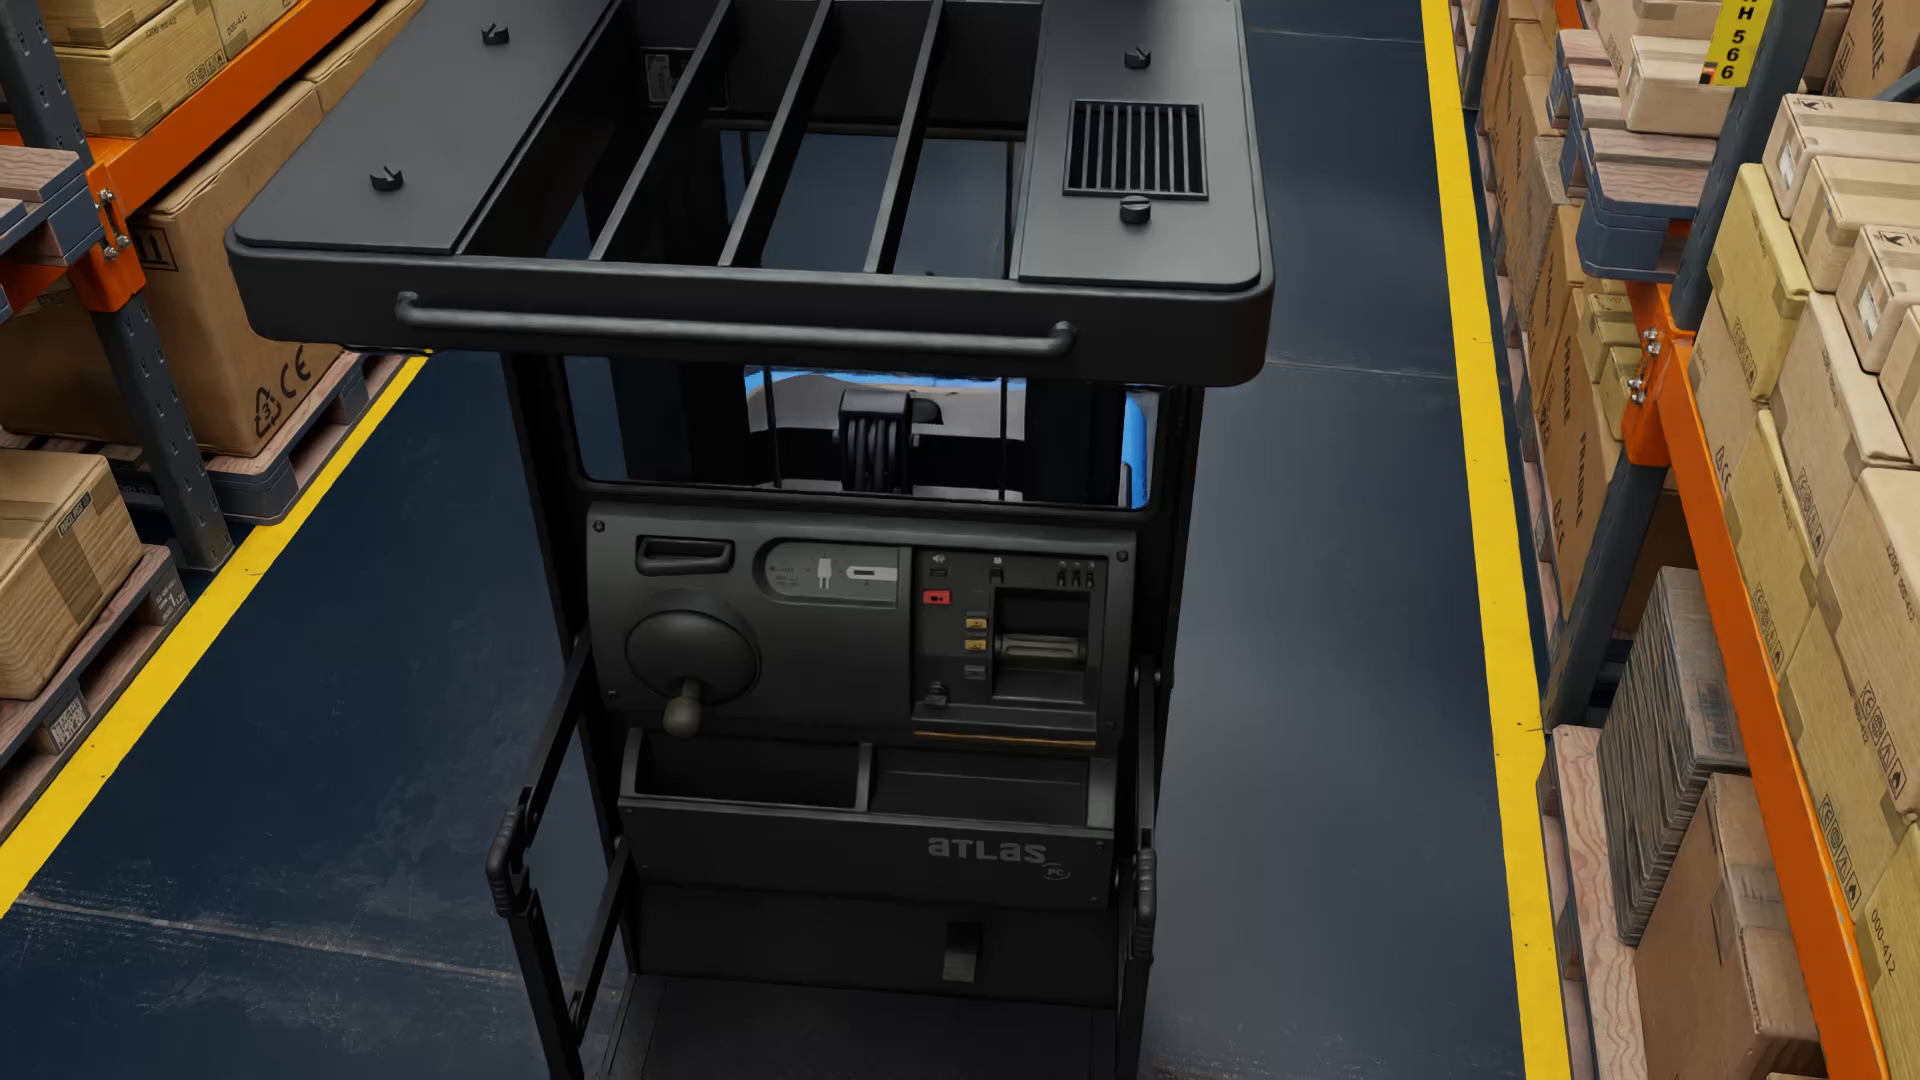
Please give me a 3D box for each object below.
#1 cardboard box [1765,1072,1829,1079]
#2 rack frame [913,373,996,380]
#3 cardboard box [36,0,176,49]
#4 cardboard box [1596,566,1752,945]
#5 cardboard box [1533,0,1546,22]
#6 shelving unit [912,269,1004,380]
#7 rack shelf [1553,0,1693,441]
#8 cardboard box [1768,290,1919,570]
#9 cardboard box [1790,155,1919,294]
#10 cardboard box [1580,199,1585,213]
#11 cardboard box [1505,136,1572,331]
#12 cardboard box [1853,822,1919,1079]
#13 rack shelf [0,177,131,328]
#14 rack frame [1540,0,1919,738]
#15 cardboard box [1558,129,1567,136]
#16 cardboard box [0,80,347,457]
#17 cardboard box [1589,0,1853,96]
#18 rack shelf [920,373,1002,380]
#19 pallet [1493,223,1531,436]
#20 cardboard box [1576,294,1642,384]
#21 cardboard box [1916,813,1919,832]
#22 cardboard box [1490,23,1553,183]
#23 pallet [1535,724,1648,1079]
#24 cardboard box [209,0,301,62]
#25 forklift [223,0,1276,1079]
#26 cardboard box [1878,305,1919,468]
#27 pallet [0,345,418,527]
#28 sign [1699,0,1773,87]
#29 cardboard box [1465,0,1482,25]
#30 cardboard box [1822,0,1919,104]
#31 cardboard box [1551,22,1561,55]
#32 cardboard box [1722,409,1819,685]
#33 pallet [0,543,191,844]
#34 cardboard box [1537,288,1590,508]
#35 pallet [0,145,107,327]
[{"bbox_3d":[1.774,1.380,2.761,0.875,0.625,0.625,5,40,6],"label":"cardboard box"},{"bbox_3d":[-0.016,-0.288,4.892,0.240,0.900,0.006,6,40,8],"label":"rack frame"},{"bbox_3d":[-2.441,-1.568,4.517,0.500,0.250,0.500,6,40,7],"label":"cardboard box"},{"bbox_3d":[1.996,0.546,3.769,0.875,0.625,0.625,8,40,9],"label":"cardboard box"},{"bbox_3d":[2.513,-2.178,6.653,0.380,0.149,0.250,5,40,6],"label":"cardboard box"},{"bbox_3d":[0.001,-0.352,4.969,0.258,0.900,0.210,6,40,8],"label":"shelving unit"},{"bbox_3d":[2.463,-1.575,5.365,1.077,0.370,4.000,6,40,8],"label":"rack shelf"},{"bbox_3d":[1.712,-0.166,2.822,0.500,0.250,0.500,8,40,9],"label":"cardboard box"},{"bbox_3d":[1.727,-0.550,2.974,0.380,0.149,0.250,7,40,9],"label":"cardboard box"},{"bbox_3d":[2.192,-1.036,5.272,0.380,0.149,0.250,6,40,7],"label":"cardboard box"},{"bbox_3d":[2.235,-1.054,5.803,0.500,0.500,0.500,5,40,6],"label":"cardboard box"},{"bbox_3d":[1.534,0.677,2.195,0.500,0.250,0.500,8,40,9],"label":"cardboard box"},{"bbox_3d":[-3.119,0.391,2.988,1.077,0.370,4.000,6,40,8],"label":"rack shelf"},{"bbox_3d":[2.117,-0.597,3.618,1.000,3.000,0.127,6,40,8],"label":"rack frame"},{"bbox_3d":[2.321,-1.534,5.874,0.380,0.149,0.250,8,40,9],"label":"cardboard box"},{"bbox_3d":[-2.571,-0.909,5.334,0.875,0.875,0.875,6,40,7],"label":"cardboard box"},{"bbox_3d":[1.981,-1.399,4.376,0.500,0.250,0.500,5,40,6],"label":"cardboard box"},{"bbox_3d":[0.001,-0.465,4.876,0.258,0.077,0.200,6,40,8],"label":"rack shelf"},{"bbox_3d":[2.497,-0.750,5.992,1.003,0.211,1.213,6,40,8],"label":"pallet"},{"bbox_3d":[1.970,-0.558,4.694,0.380,0.149,0.250,4,40,5],"label":"cardboard box"},{"bbox_3d":[1.540,0.484,2.036,0.500,0.250,0.500,7,40,8],"label":"cardboard box"},{"bbox_3d":[2.421,-1.692,6.574,0.500,0.500,0.500,6,40,7],"label":"cardboard box"},{"bbox_3d":[1.936,0.990,3.887,1.003,0.211,1.213,6,40,8],"label":"pallet"},{"bbox_3d":[-2.368,-1.688,5.055,0.500,0.250,0.500,5,40,6],"label":"cardboard box"},{"bbox_3d":[-0.189,0.233,2.668,1.130,2.935,3.031,3,40,4],"label":"forklift"},{"bbox_3d":[1.675,-0.221,2.575,0.380,0.149,0.250,7,40,8],"label":"cardboard box"},{"bbox_3d":[-2.562,-0.554,5.754,1.003,0.211,1.213,6,40,8],"label":"pallet"},{"bbox_3d":[1.581,-1.067,3.339,0.100,0.325,0.005,6,40,8],"label":"sign"},{"bbox_3d":[2.616,-2.552,7.891,0.380,0.149,0.250,5,40,6],"label":"cardboard box"},{"bbox_3d":[2.360,-1.103,3.822,0.500,0.500,0.500,8,40,10],"label":"cardboard box"},{"bbox_3d":[2.446,-1.842,6.247,0.380,0.149,0.250,6,40,7],"label":"cardboard box"},{"bbox_3d":[1.708,0.027,2.980,0.500,0.250,0.500,6,40,7],"label":"cardboard box"},{"bbox_3d":[-2.909,0.423,4.573,1.003,0.211,1.213,6,40,8],"label":"pallet"},{"bbox_3d":[2.075,-0.397,5.009,0.500,0.500,0.500,6,40,7],"label":"cardboard box"},{"bbox_3d":[-2.791,-0.609,3.783,1.213,0.211,1.003,6,40,8],"label":"pallet"}]
